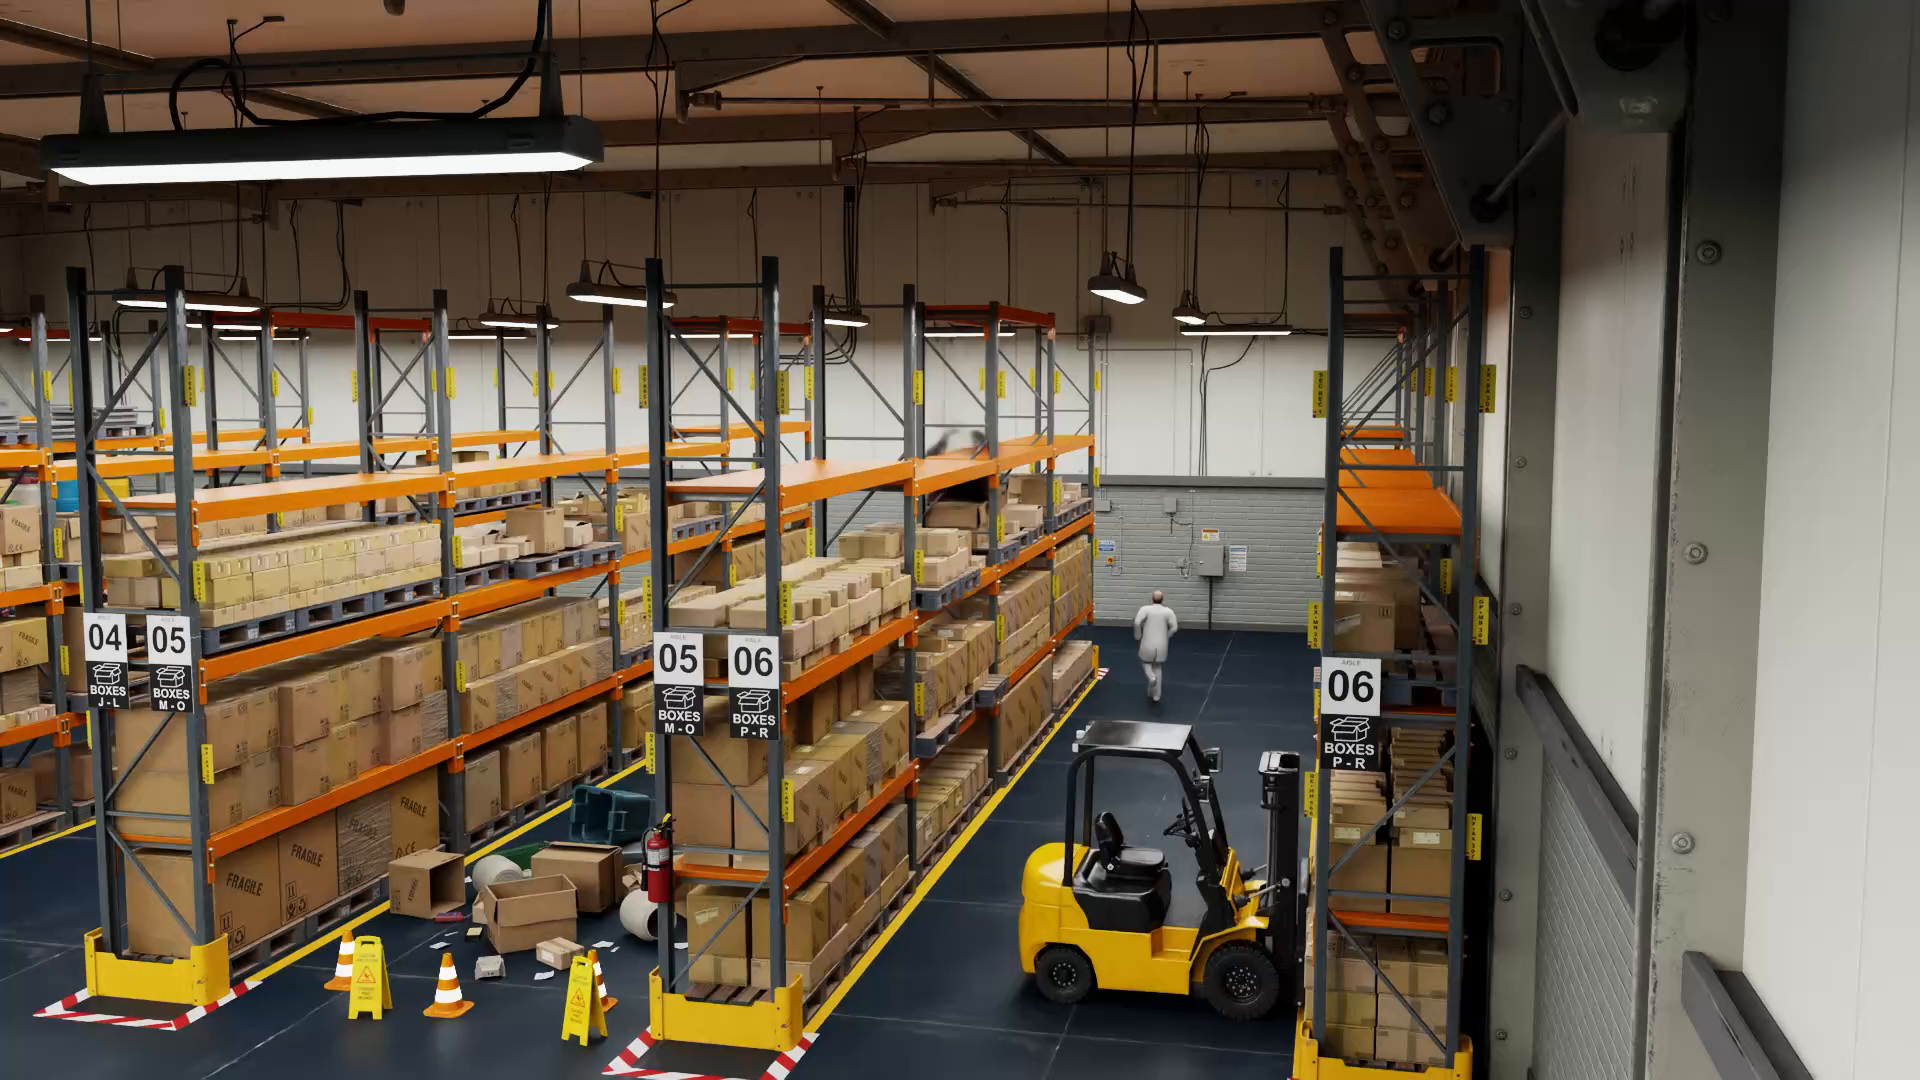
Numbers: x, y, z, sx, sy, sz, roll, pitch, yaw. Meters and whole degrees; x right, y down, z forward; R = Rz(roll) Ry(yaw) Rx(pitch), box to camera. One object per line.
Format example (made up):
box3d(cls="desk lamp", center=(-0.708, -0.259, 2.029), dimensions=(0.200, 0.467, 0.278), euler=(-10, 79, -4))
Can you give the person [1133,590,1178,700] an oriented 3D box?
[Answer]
box3d(cls="person", center=(3.074, 1.652, 26.253), dimensions=(0.707, 1.739, 0.566), euler=(0, 6, 1))
